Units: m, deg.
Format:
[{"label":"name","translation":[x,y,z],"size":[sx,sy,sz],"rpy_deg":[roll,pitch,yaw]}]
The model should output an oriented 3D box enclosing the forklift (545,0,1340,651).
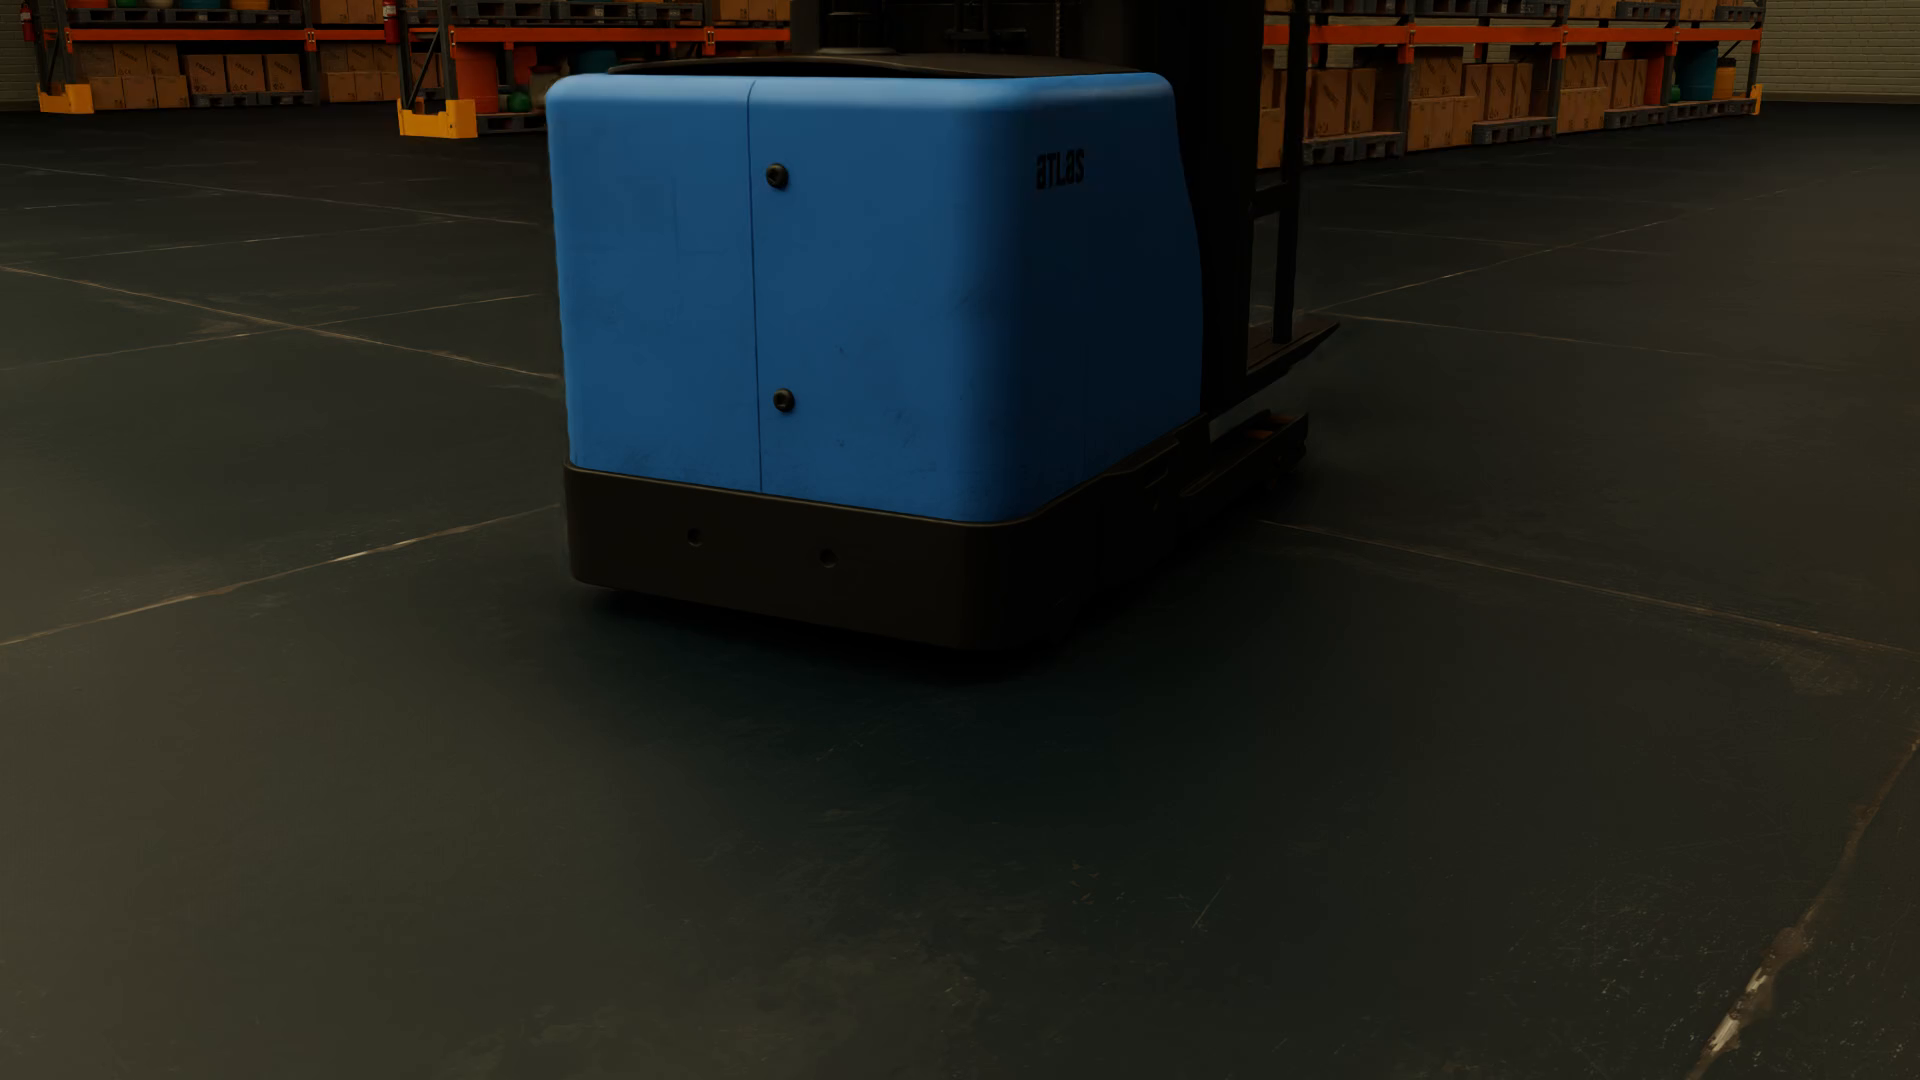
[{"label":"forklift","translation":[0.299,-1.581,4.104],"size":[1.130,2.935,3.031],"rpy_deg":[8,19,25]}]
